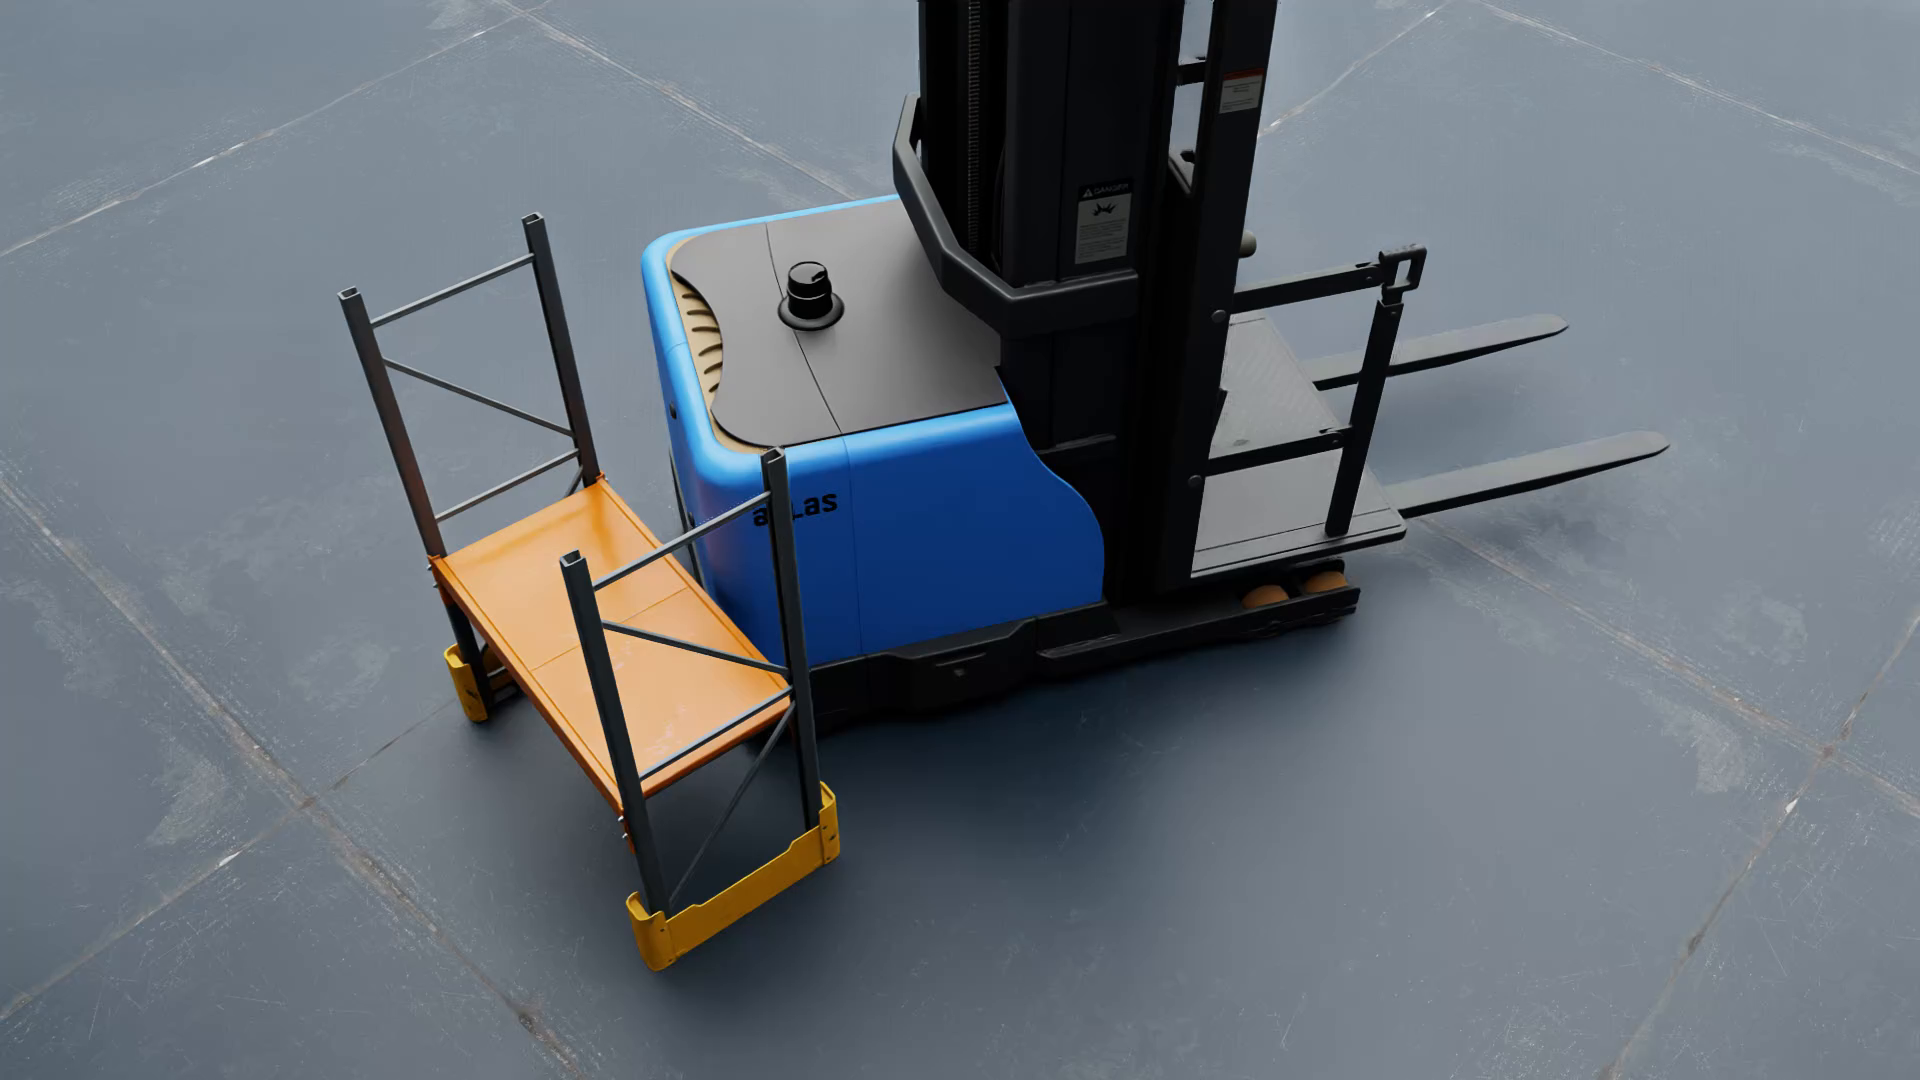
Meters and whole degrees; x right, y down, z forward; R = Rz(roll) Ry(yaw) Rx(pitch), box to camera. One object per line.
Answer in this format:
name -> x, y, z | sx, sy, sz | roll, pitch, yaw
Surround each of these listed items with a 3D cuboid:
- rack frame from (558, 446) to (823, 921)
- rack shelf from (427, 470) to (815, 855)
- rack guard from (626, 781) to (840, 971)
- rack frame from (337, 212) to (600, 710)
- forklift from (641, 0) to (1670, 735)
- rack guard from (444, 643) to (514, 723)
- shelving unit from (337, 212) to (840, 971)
rack frame -> -0.558, 0.444, 3.804 | 0.500, 1.500, 0.032 | -30, 53, -25
rack shelf -> -0.871, 0.275, 4.210 | 0.538, 0.185, 1.000 | -30, 53, -25
rack guard -> -0.570, 0.861, 4.270 | 0.587, 0.250, 0.087 | -30, 53, -25
rack frame -> -1.184, -0.140, 4.353 | 0.500, 1.500, 0.032 | -30, 53, -25
forklift -> 0.686, -1.070, 4.244 | 3.031, 2.935, 1.130 | -12, 48, -11
rack guard -> -1.183, 0.288, 4.808 | 0.587, 0.250, 0.087 | -30, 53, -25
shelving unit -> -0.876, 0.147, 4.084 | 0.587, 1.500, 1.083 | -30, 53, -25
